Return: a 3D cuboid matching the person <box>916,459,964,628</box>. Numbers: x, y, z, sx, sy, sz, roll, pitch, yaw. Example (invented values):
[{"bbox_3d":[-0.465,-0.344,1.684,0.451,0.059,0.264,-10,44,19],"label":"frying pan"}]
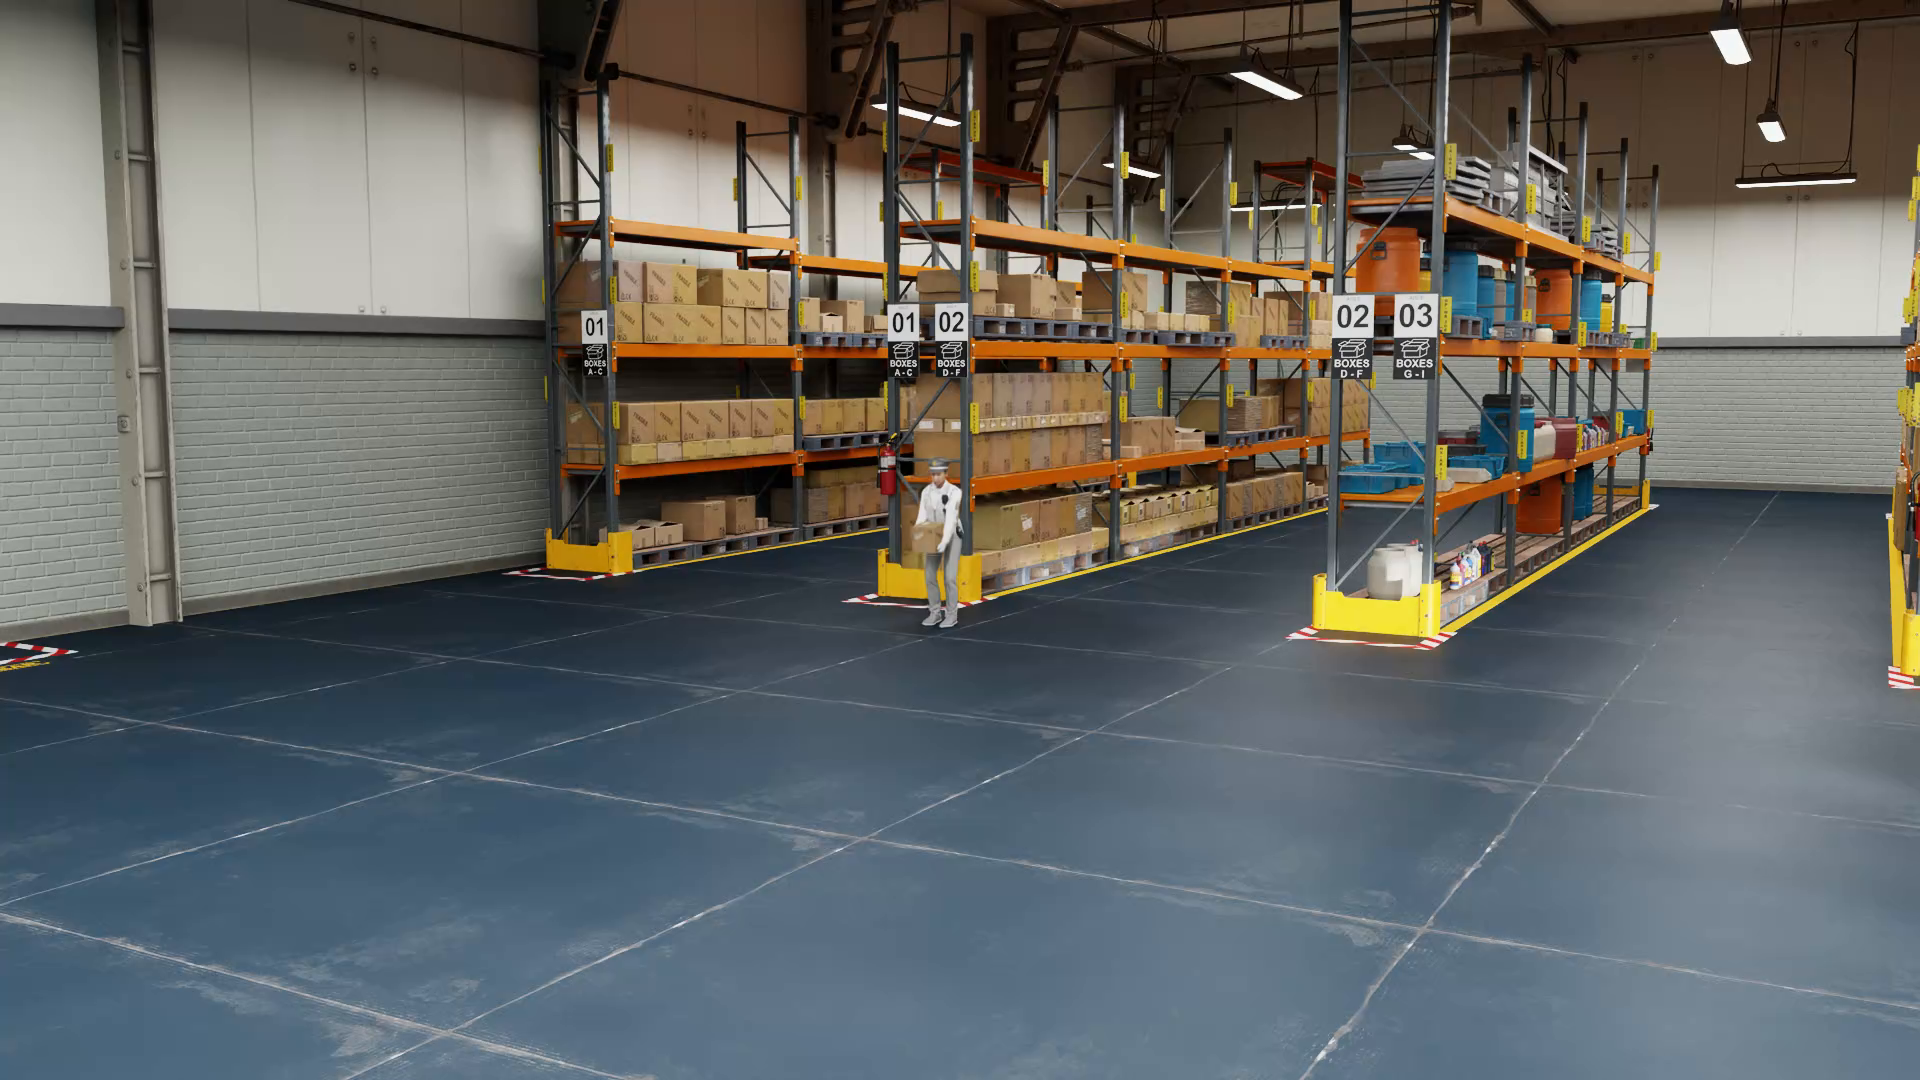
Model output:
[{"bbox_3d":[-0.193,0.028,16.217,0.415,1.648,0.549,3,7,28],"label":"person"}]
